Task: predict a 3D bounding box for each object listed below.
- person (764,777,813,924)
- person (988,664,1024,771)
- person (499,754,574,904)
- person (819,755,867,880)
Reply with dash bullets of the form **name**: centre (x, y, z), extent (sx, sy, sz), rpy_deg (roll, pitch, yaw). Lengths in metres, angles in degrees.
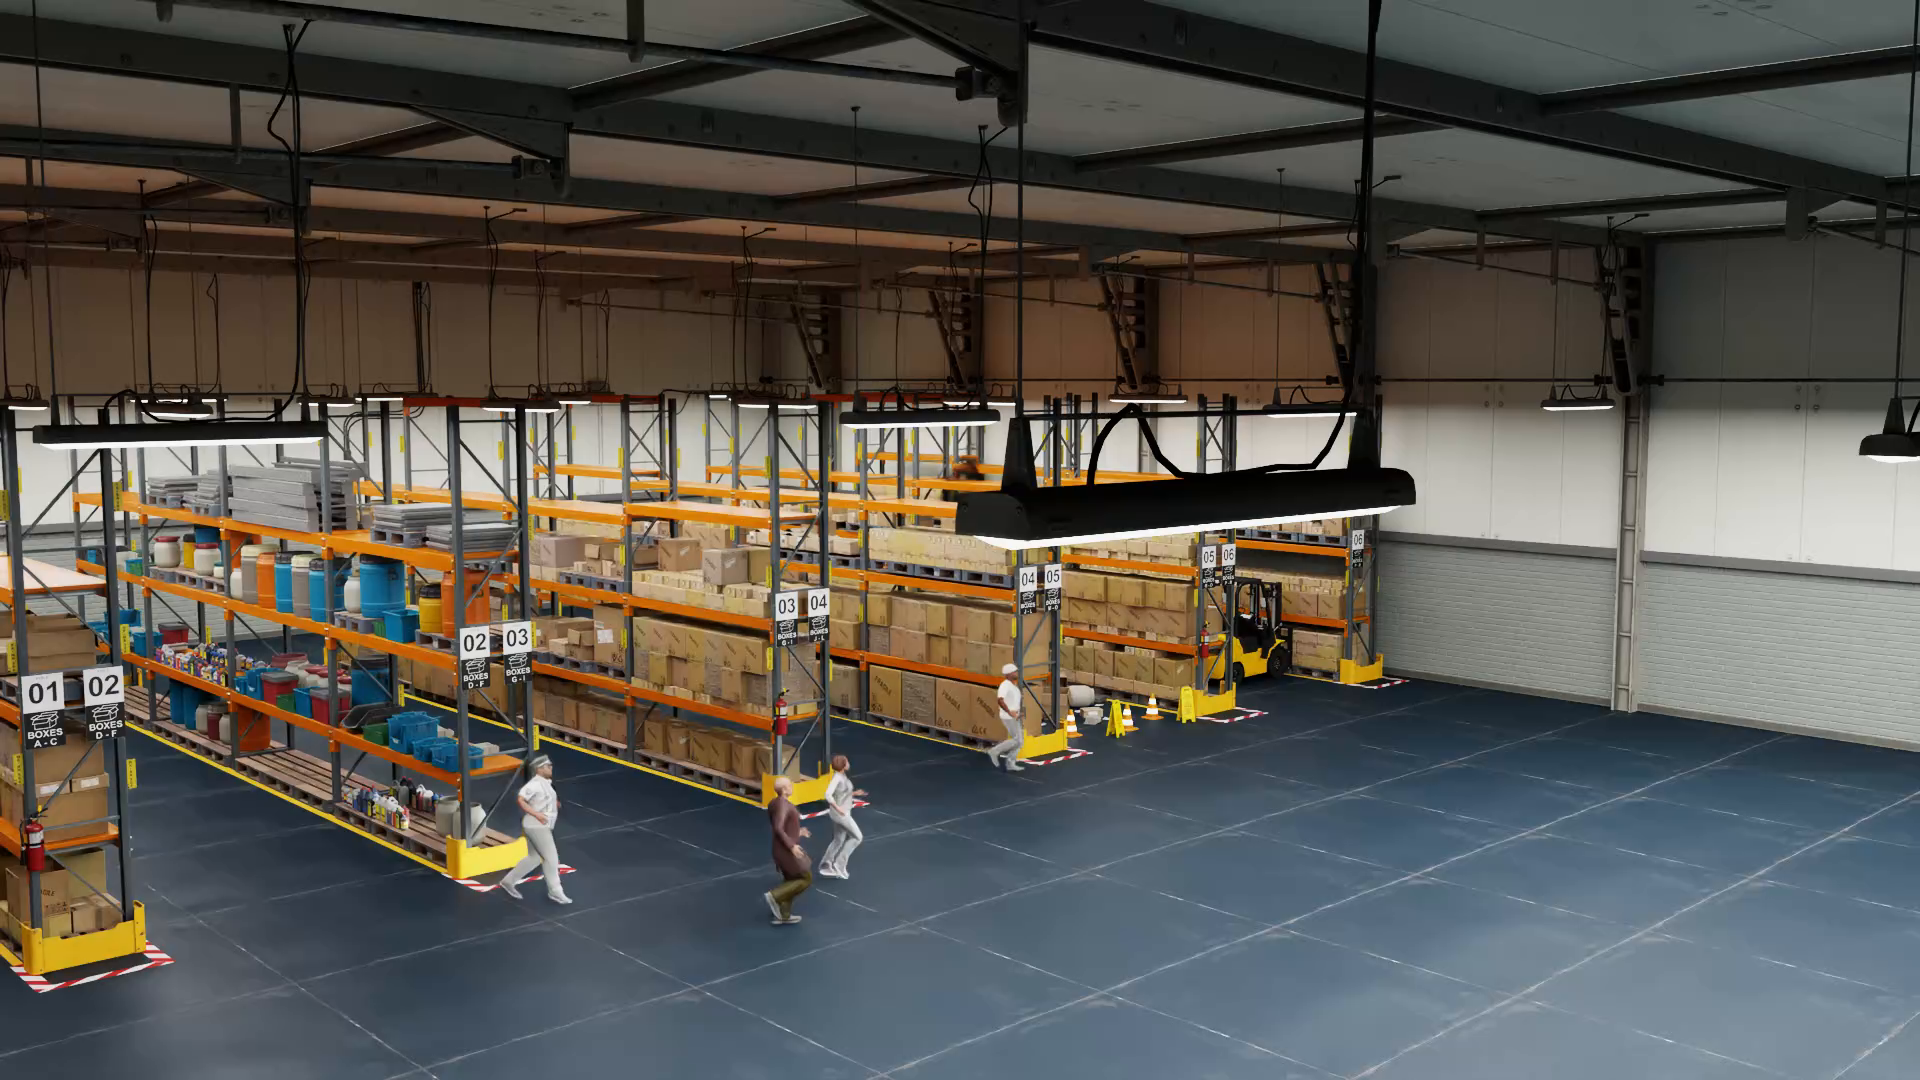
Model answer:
- **person**: centre (-2.001, 3.605, 19.307), extent (0.633, 1.733, 0.707), rpy_deg (-2, 6, -22)
- **person**: centre (0.775, 2.874, 27.029), extent (0.591, 1.723, 0.765), rpy_deg (1, 6, 8)
- **person**: centre (-5.169, 3.514, 20.296), extent (0.899, 1.811, 0.677), rpy_deg (-1, 6, -7)
- **person**: centre (-1.479, 3.500, 21.078), extent (0.637, 1.589, 0.528), rpy_deg (-1, 6, -9)
